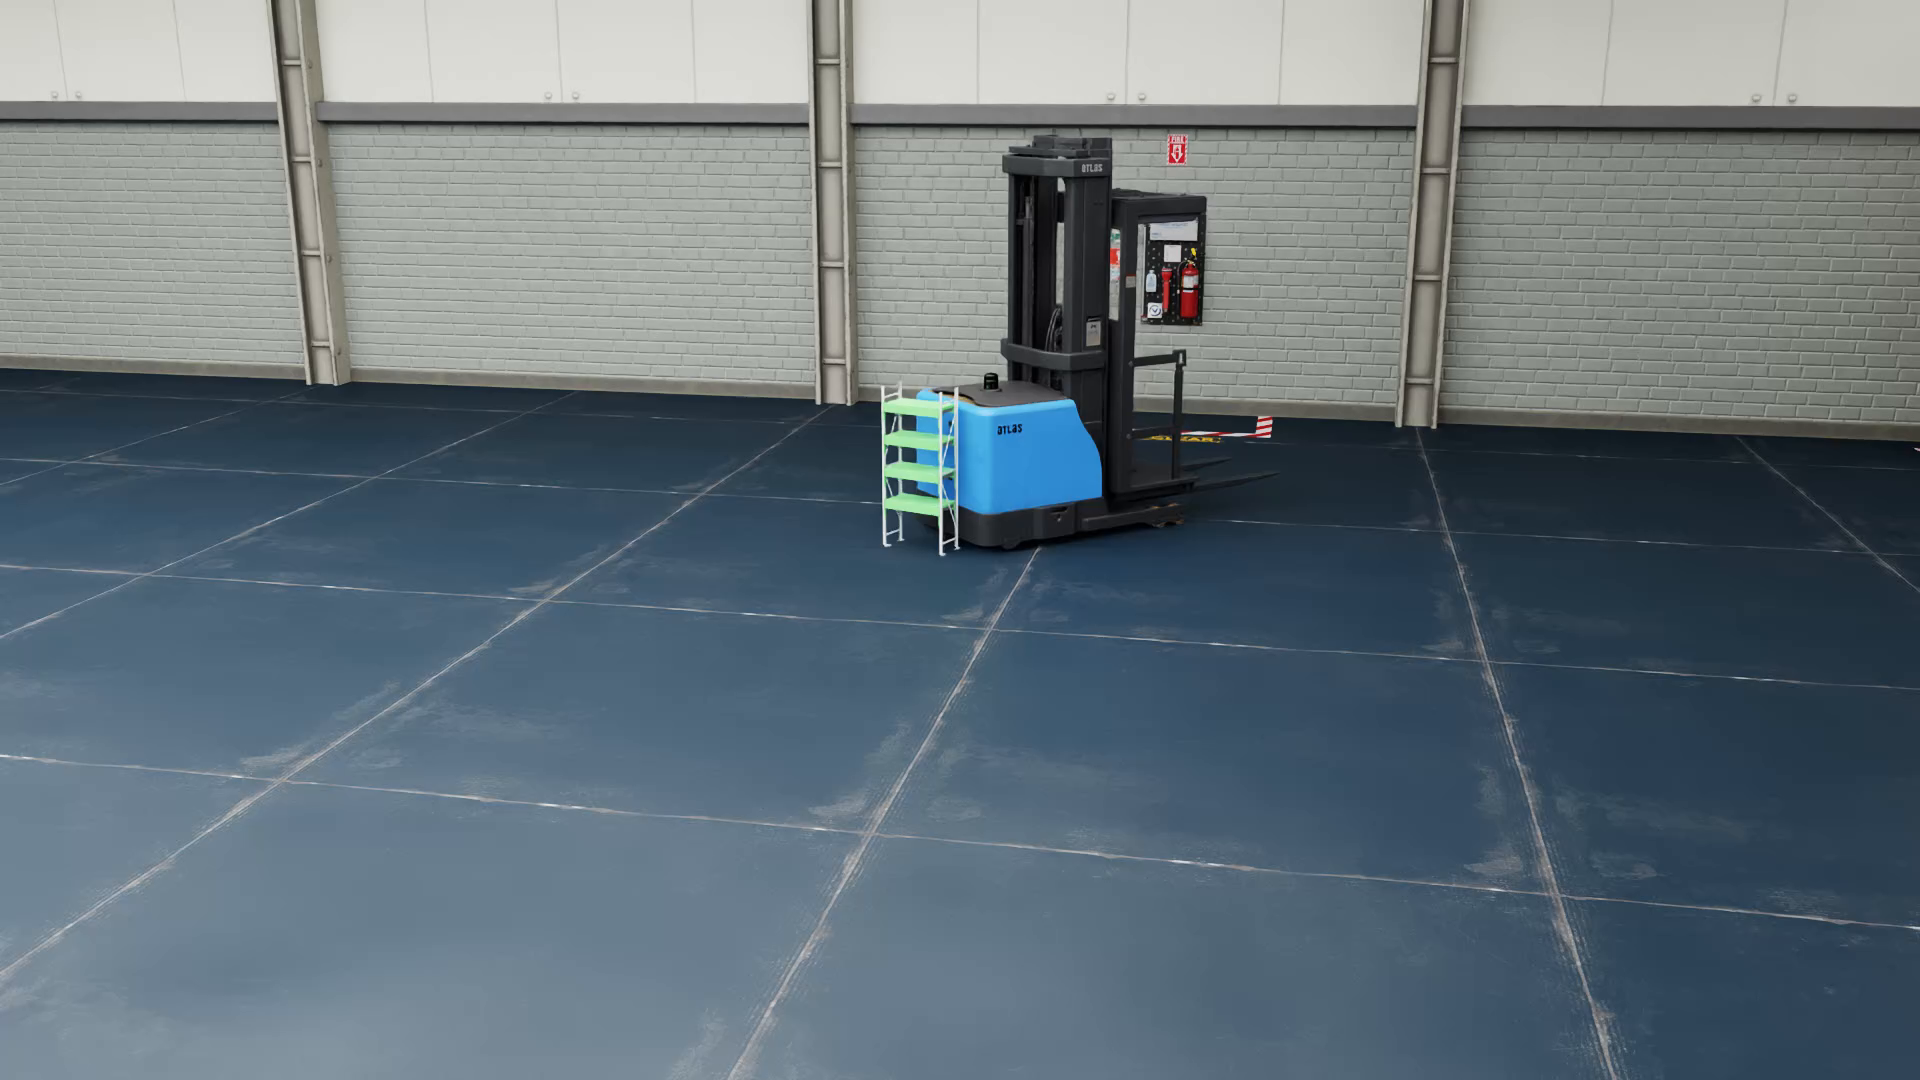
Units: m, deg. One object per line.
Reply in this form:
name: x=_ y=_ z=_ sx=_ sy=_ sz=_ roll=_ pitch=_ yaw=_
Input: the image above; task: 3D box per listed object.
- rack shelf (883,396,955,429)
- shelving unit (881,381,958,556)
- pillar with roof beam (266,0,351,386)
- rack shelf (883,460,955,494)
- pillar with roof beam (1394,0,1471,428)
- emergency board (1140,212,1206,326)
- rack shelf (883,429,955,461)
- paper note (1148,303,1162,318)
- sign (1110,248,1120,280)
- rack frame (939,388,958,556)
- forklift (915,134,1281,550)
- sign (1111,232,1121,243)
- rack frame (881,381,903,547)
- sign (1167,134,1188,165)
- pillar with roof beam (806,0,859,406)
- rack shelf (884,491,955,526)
rack shelf: x=-0.290 y=-0.924 z=12.022 sx=0.480 sy=0.148 sz=0.258 roll=9 pitch=18 yaw=30
shelving unit: x=-0.290 y=-0.523 z=12.133 sx=0.503 sy=1.200 sz=0.258 roll=9 pitch=18 yaw=30
pillar with roof beam: x=-8.051 y=-5.006 z=13.707 sx=0.400 sy=9.000 sz=9.100 roll=3 pitch=16 yaw=11
rack shelf: x=-0.290 y=-0.462 z=12.150 sx=0.480 sy=0.148 sz=0.258 roll=9 pitch=18 yaw=30
pillar with roof beam: x=3.708 y=-4.368 z=11.402 sx=0.400 sy=9.000 sz=9.100 roll=3 pitch=16 yaw=11
emergency board: x=2.152 y=-2.744 z=16.779 sx=0.643 sy=1.169 sz=0.194 roll=3 pitch=16 yaw=11
rack shelf: x=-0.290 y=-0.693 z=12.086 sx=0.480 sy=0.148 sz=0.258 roll=9 pitch=18 yaw=30
paper note: x=1.992 y=-2.347 z=16.996 sx=0.142 sy=0.148 sz=0.016 roll=3 pitch=16 yaw=11
sign: x=1.631 y=-2.818 z=16.978 sx=0.234 sy=0.329 sz=0.001 roll=3 pitch=16 yaw=11
rack frame: x=-0.080 y=-0.490 z=12.013 sx=0.015 sy=1.200 sz=0.240 roll=9 pitch=18 yaw=30
forklift: x=1.180 y=-1.616 z=12.837 sx=3.031 sy=2.935 sz=1.130 roll=-9 pitch=18 yaw=-31
sign: x=1.633 y=-3.071 z=16.898 sx=0.331 sy=0.109 sz=0.001 roll=3 pitch=16 yaw=11
rack frame: x=-0.499 y=-0.557 z=12.254 sx=0.015 sy=1.200 sz=0.240 roll=9 pitch=18 yaw=30
sign: x=2.164 y=-3.888 z=16.566 sx=0.199 sy=0.298 sz=0.001 roll=3 pitch=16 yaw=11
pillar with roof beam: x=-2.172 y=-4.687 z=12.555 sx=0.400 sy=9.000 sz=9.100 roll=3 pitch=16 yaw=11
rack shelf: x=-0.290 y=-0.230 z=12.215 sx=0.480 sy=0.148 sz=0.258 roll=9 pitch=18 yaw=30
